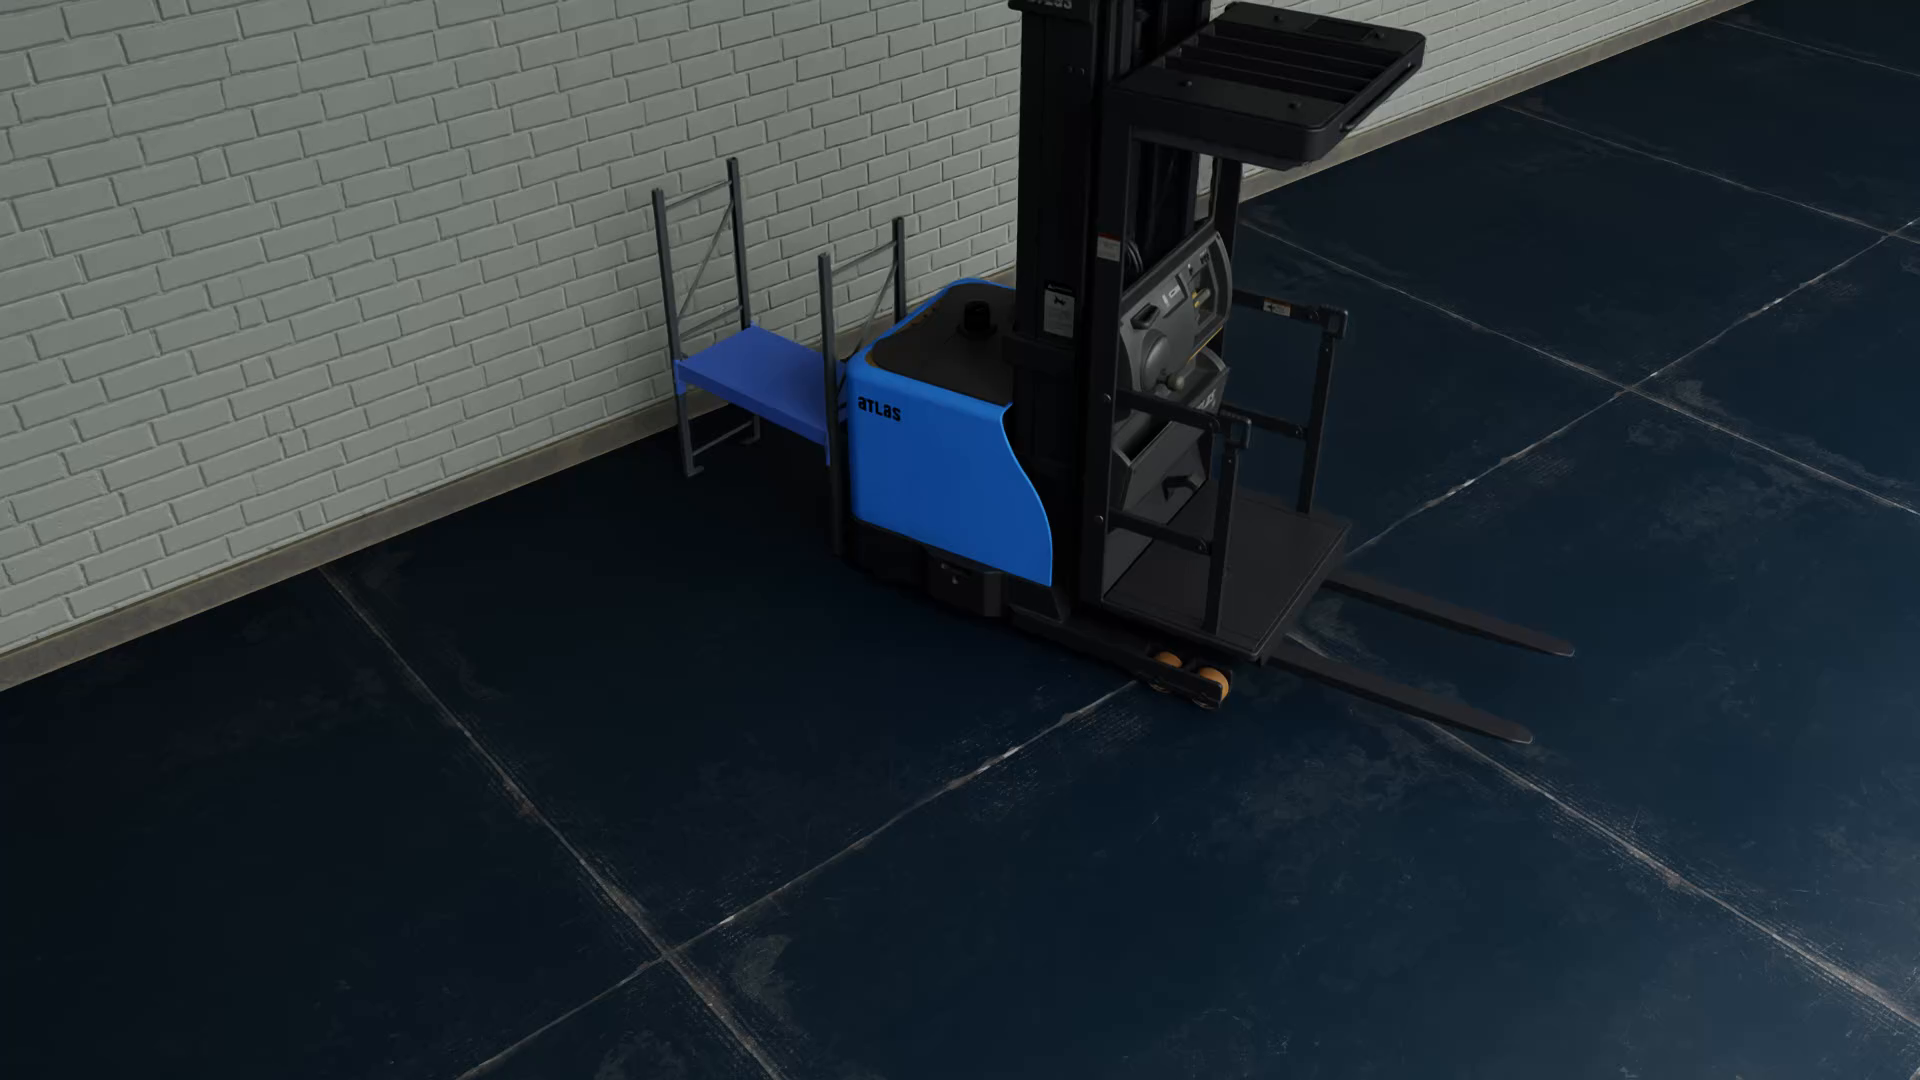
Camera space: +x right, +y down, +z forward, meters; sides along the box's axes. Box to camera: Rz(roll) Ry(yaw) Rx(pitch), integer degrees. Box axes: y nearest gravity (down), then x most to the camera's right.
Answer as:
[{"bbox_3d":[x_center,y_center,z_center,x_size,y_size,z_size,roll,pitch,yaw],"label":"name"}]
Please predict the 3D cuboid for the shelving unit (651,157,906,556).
[{"bbox_3d":[-0.799,-0.845,7.646,1.048,1.500,0.538,26,43,32],"label":"shelving unit"}]

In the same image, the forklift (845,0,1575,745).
[{"bbox_3d":[1.028,-0.862,6.431,3.031,2.935,1.130,19,40,25],"label":"forklift"}]

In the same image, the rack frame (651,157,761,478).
[{"bbox_3d":[-1.189,-1.034,7.912,0.032,1.500,0.500,26,43,32],"label":"rack frame"}]

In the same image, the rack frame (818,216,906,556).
[{"bbox_3d":[-0.410,-0.657,7.380,0.032,1.500,0.500,26,43,32],"label":"rack frame"}]

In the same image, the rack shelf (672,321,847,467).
[{"bbox_3d":[-0.799,-0.698,7.750,1.000,0.185,0.538,26,43,32],"label":"rack shelf"}]
